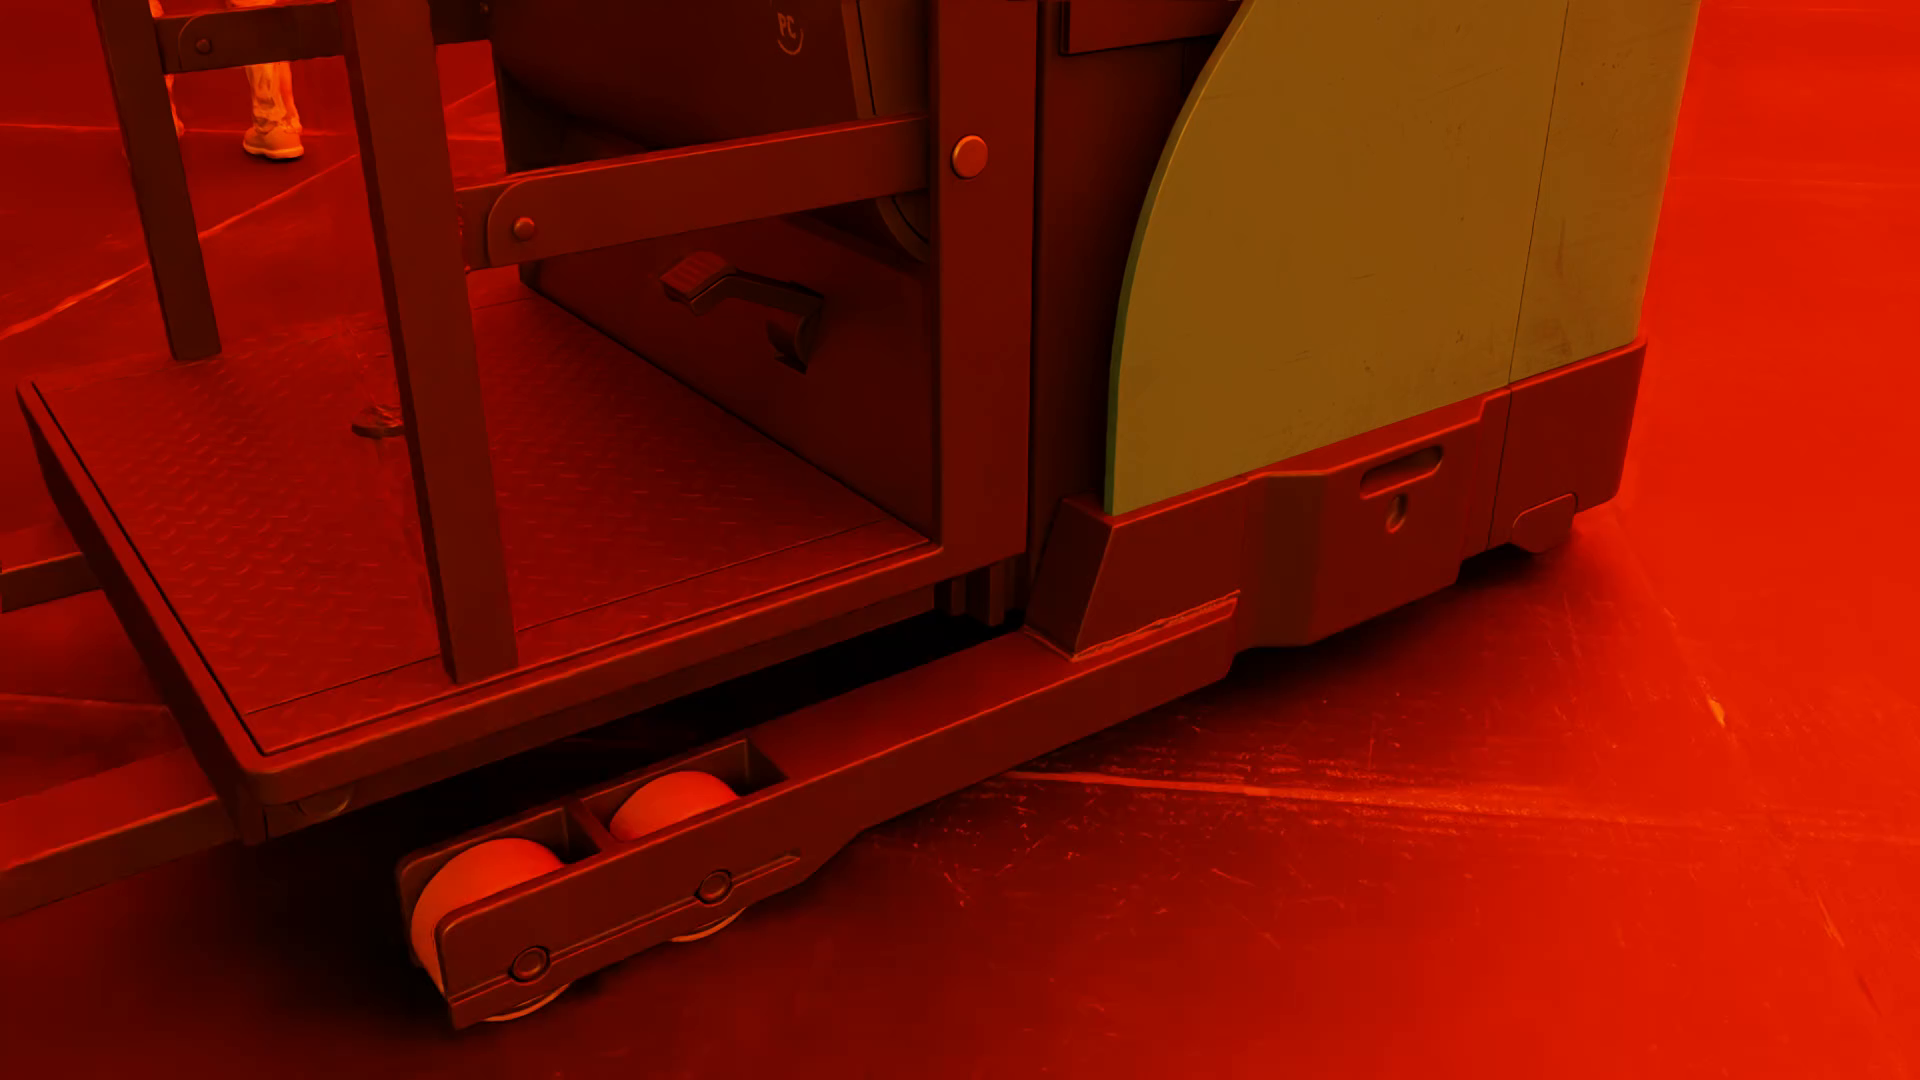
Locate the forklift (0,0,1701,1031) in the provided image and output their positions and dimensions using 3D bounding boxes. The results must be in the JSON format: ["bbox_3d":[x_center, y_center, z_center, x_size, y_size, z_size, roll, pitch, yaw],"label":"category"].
[{"bbox_3d":[-0.497,-1.124,1.469,3.031,2.935,1.130,-18,32,-32],"label":"forklift"}]

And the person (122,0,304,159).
[{"bbox_3d":[-2.047,-1.814,4.361,0.591,1.716,0.477,-19,32,-33],"label":"person"}]
